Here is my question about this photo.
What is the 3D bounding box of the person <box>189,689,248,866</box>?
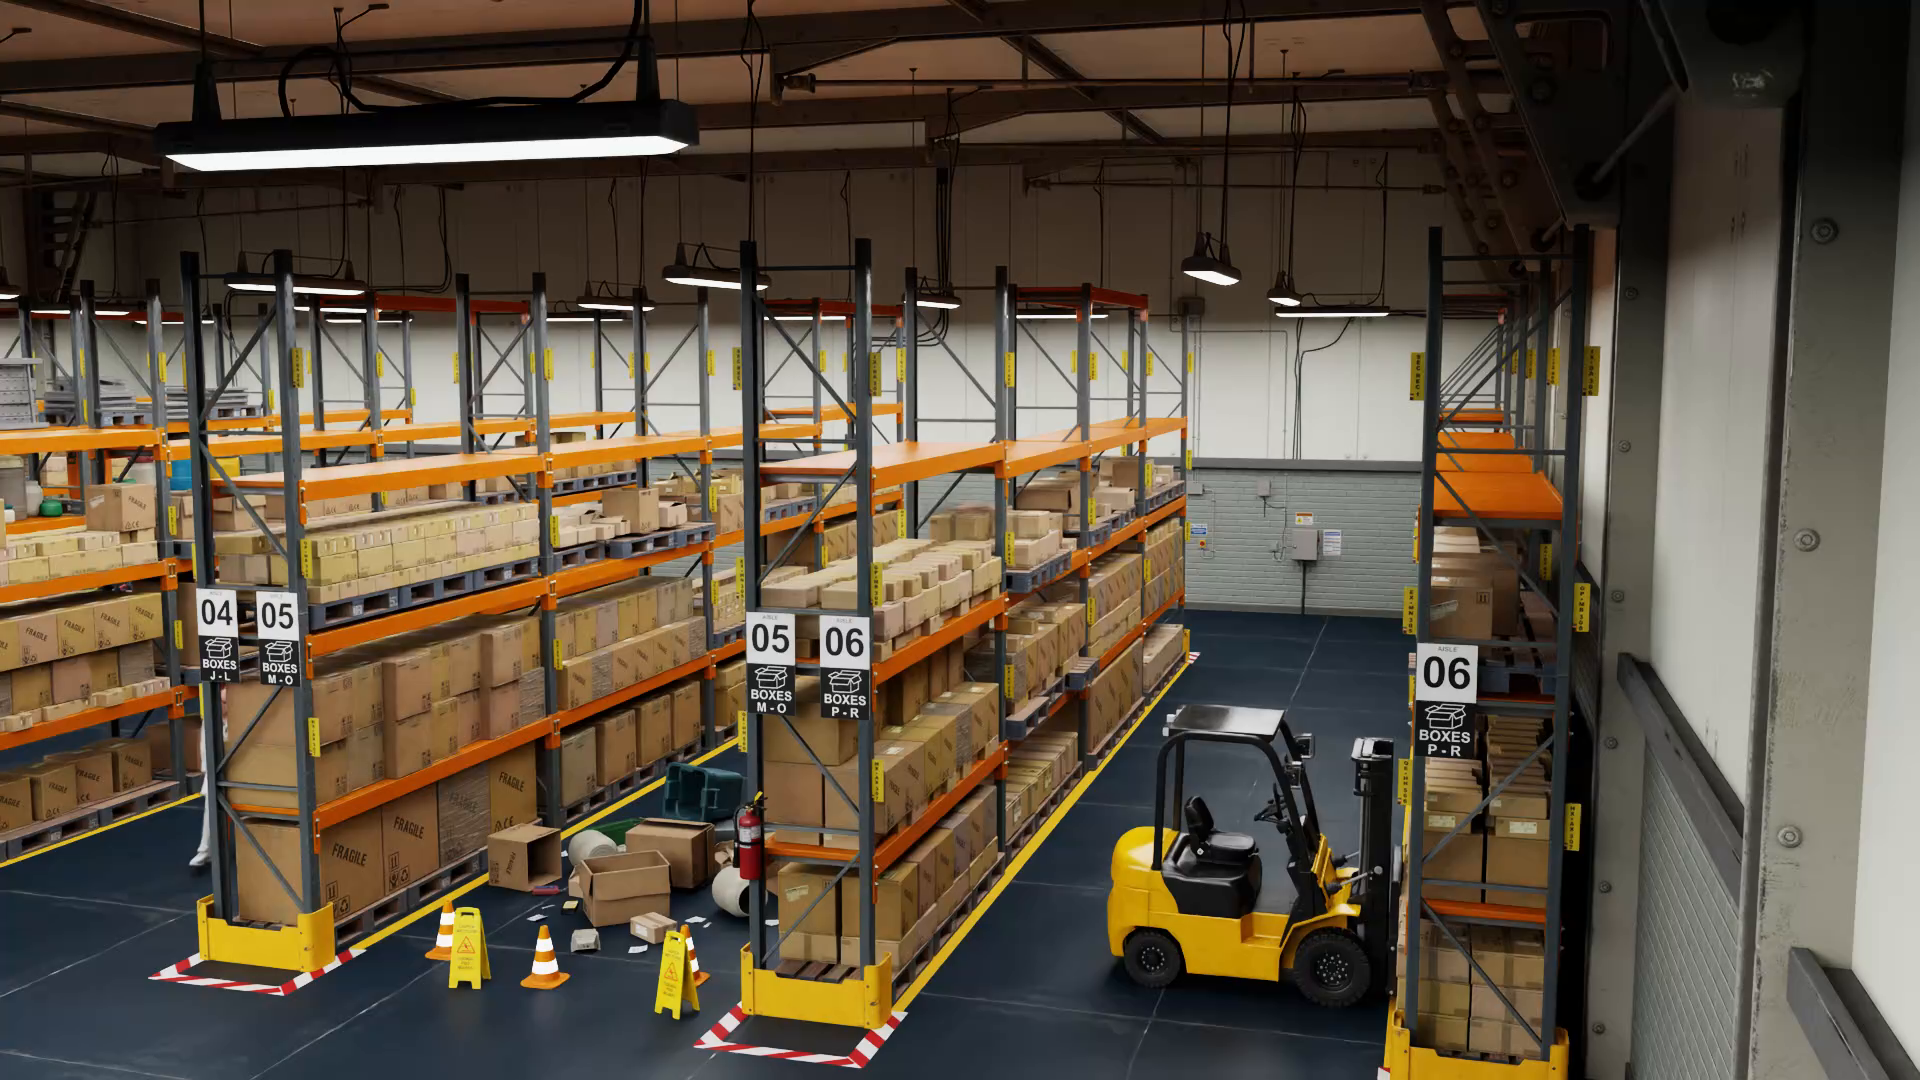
[{"bbox_3d":[-7.470,2.389,16.947,0.600,1.729,1.086,-1,7,-11],"label":"person"}]
